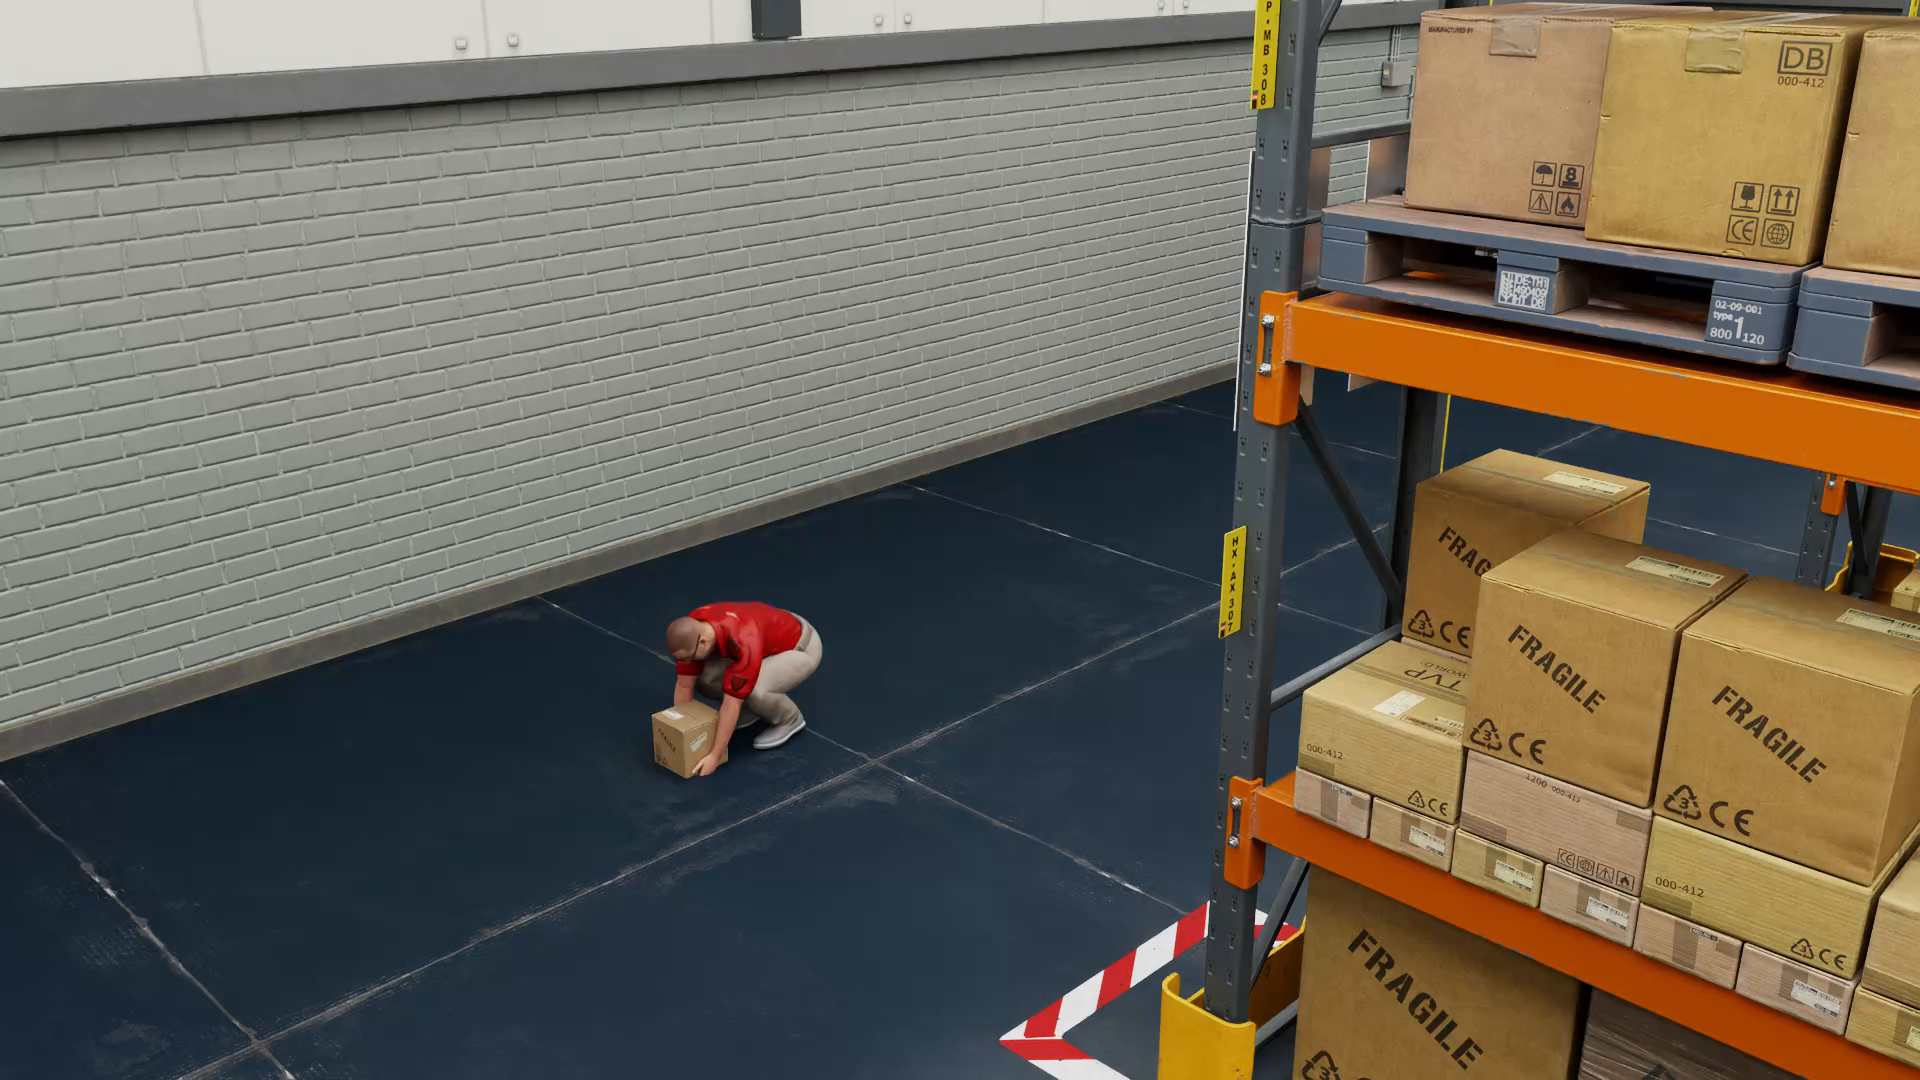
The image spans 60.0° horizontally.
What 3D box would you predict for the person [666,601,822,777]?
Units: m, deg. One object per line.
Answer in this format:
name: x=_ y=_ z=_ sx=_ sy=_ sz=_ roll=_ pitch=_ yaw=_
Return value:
person: x=-1.064 y=0.659 z=8.066 sx=0.537 sy=0.860 sz=0.894 roll=18 pitch=27 yaw=40
